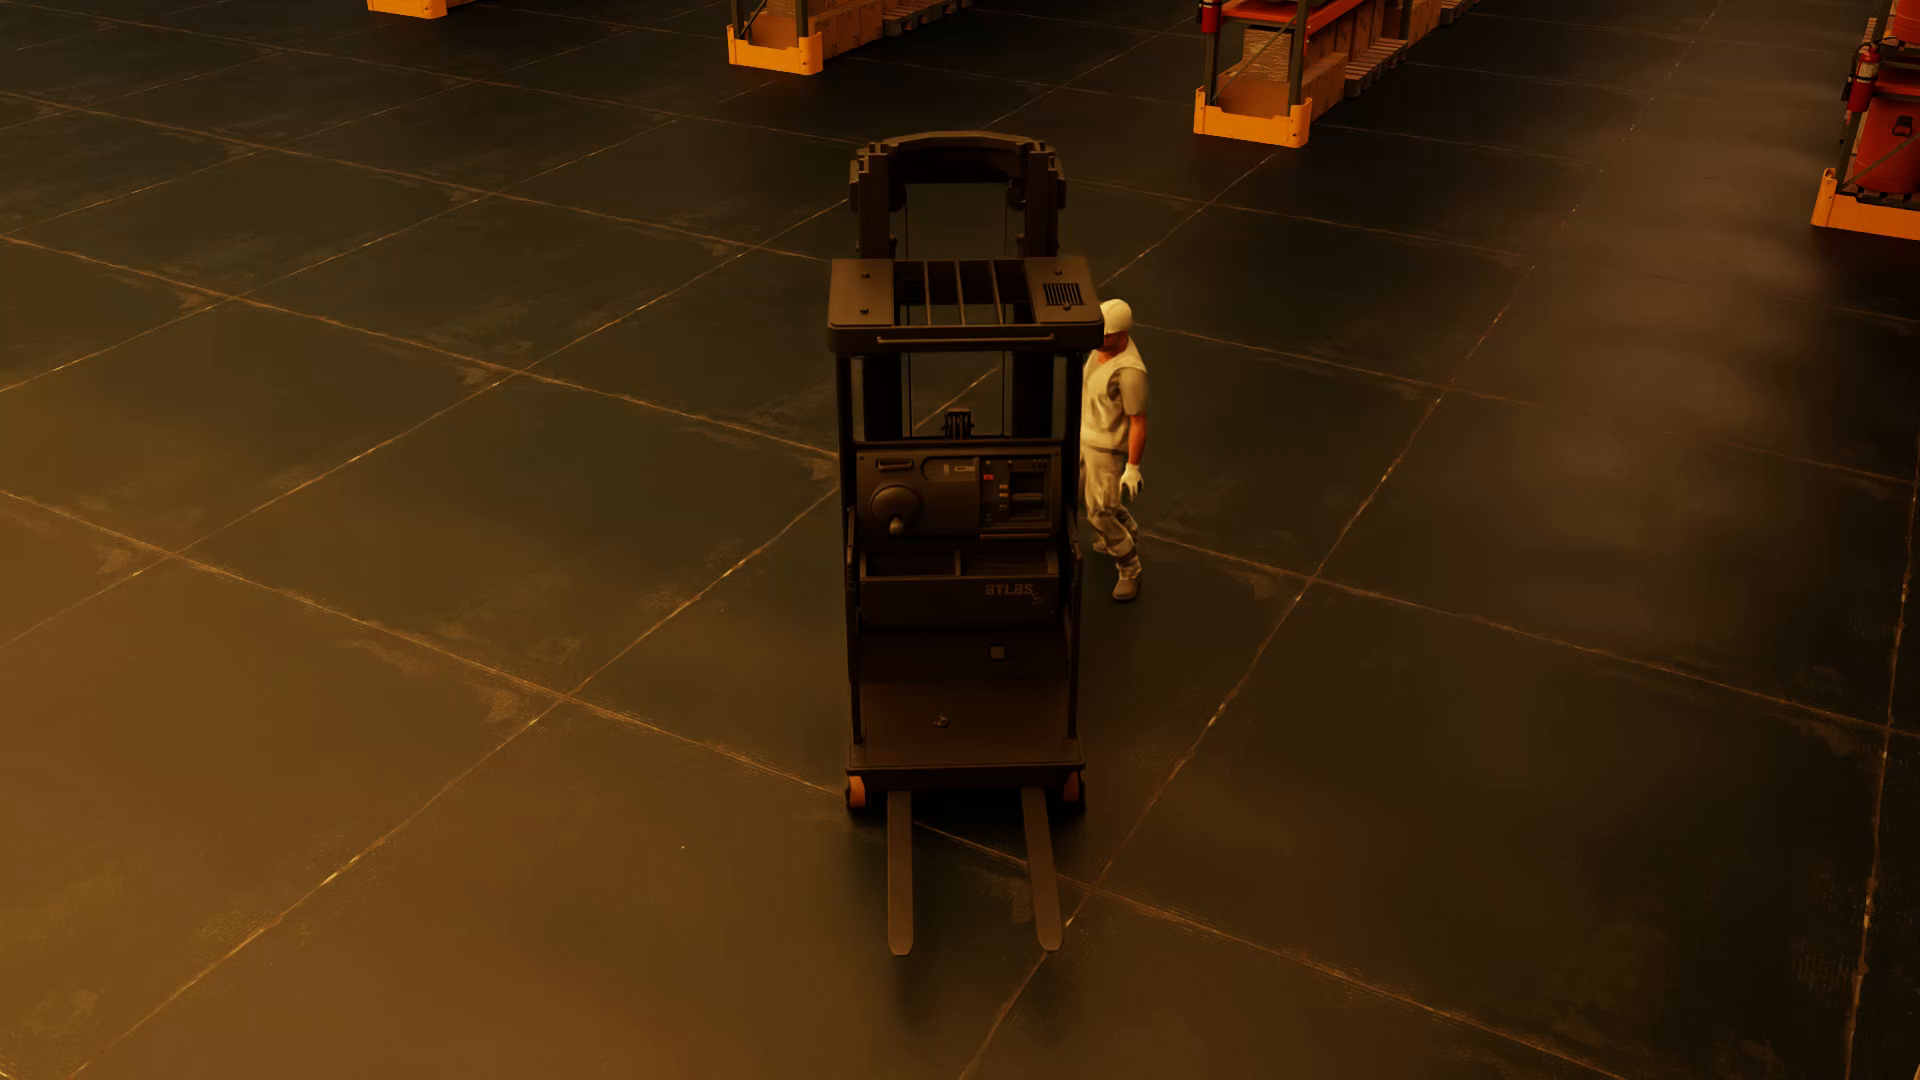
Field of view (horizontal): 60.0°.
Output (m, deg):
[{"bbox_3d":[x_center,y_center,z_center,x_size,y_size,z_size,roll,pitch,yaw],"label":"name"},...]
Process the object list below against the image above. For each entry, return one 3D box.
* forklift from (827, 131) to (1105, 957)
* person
[{"bbox_3d":[0.008,-0.172,7.369,1.130,2.935,3.031,-1,30,-2],"label":"forklift"},{"bbox_3d":[0.867,-0.606,9.352,0.496,1.703,0.895,-7,31,-12],"label":"person"}]
